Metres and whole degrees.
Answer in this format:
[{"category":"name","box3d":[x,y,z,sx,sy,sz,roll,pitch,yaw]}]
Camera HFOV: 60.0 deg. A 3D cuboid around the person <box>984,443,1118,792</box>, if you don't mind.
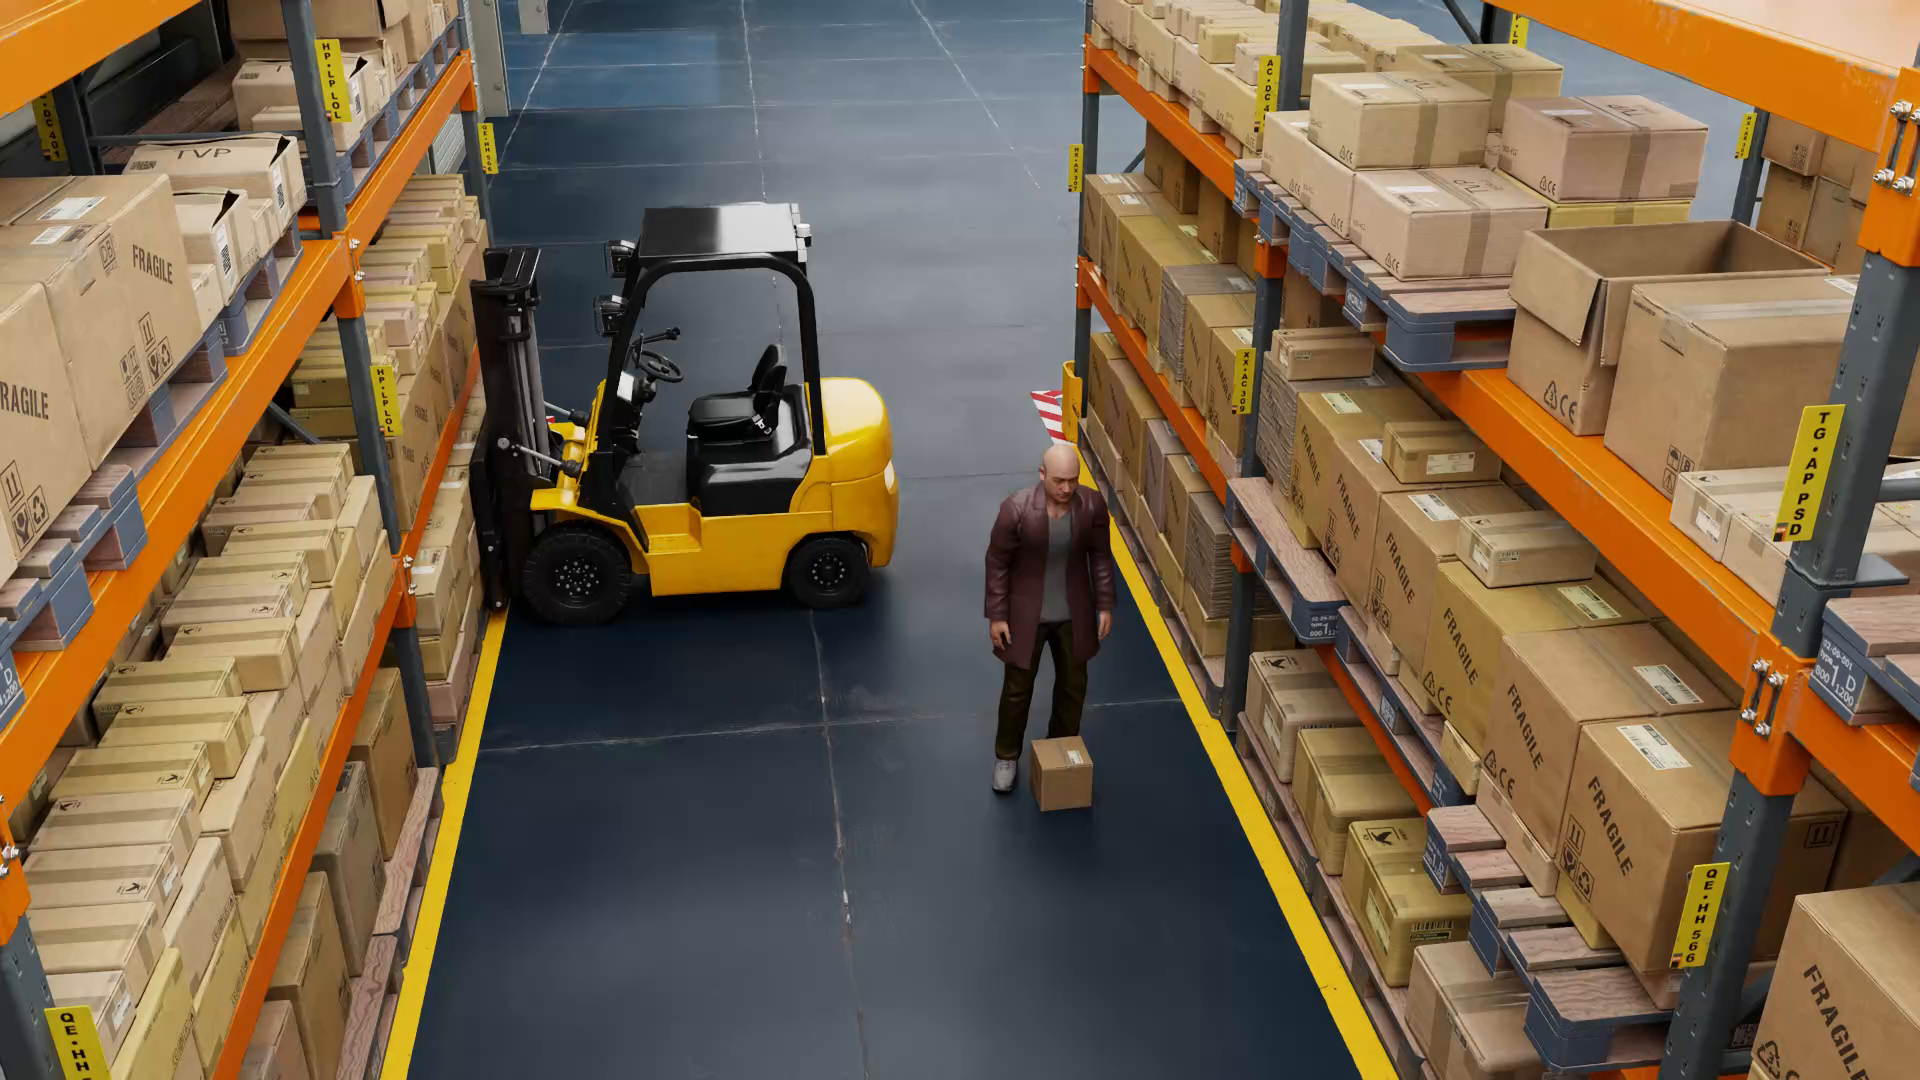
[{"category":"person","box3d":[0.432,0.348,7.943,0.656,1.774,0.421,-5,27,-10]}]
